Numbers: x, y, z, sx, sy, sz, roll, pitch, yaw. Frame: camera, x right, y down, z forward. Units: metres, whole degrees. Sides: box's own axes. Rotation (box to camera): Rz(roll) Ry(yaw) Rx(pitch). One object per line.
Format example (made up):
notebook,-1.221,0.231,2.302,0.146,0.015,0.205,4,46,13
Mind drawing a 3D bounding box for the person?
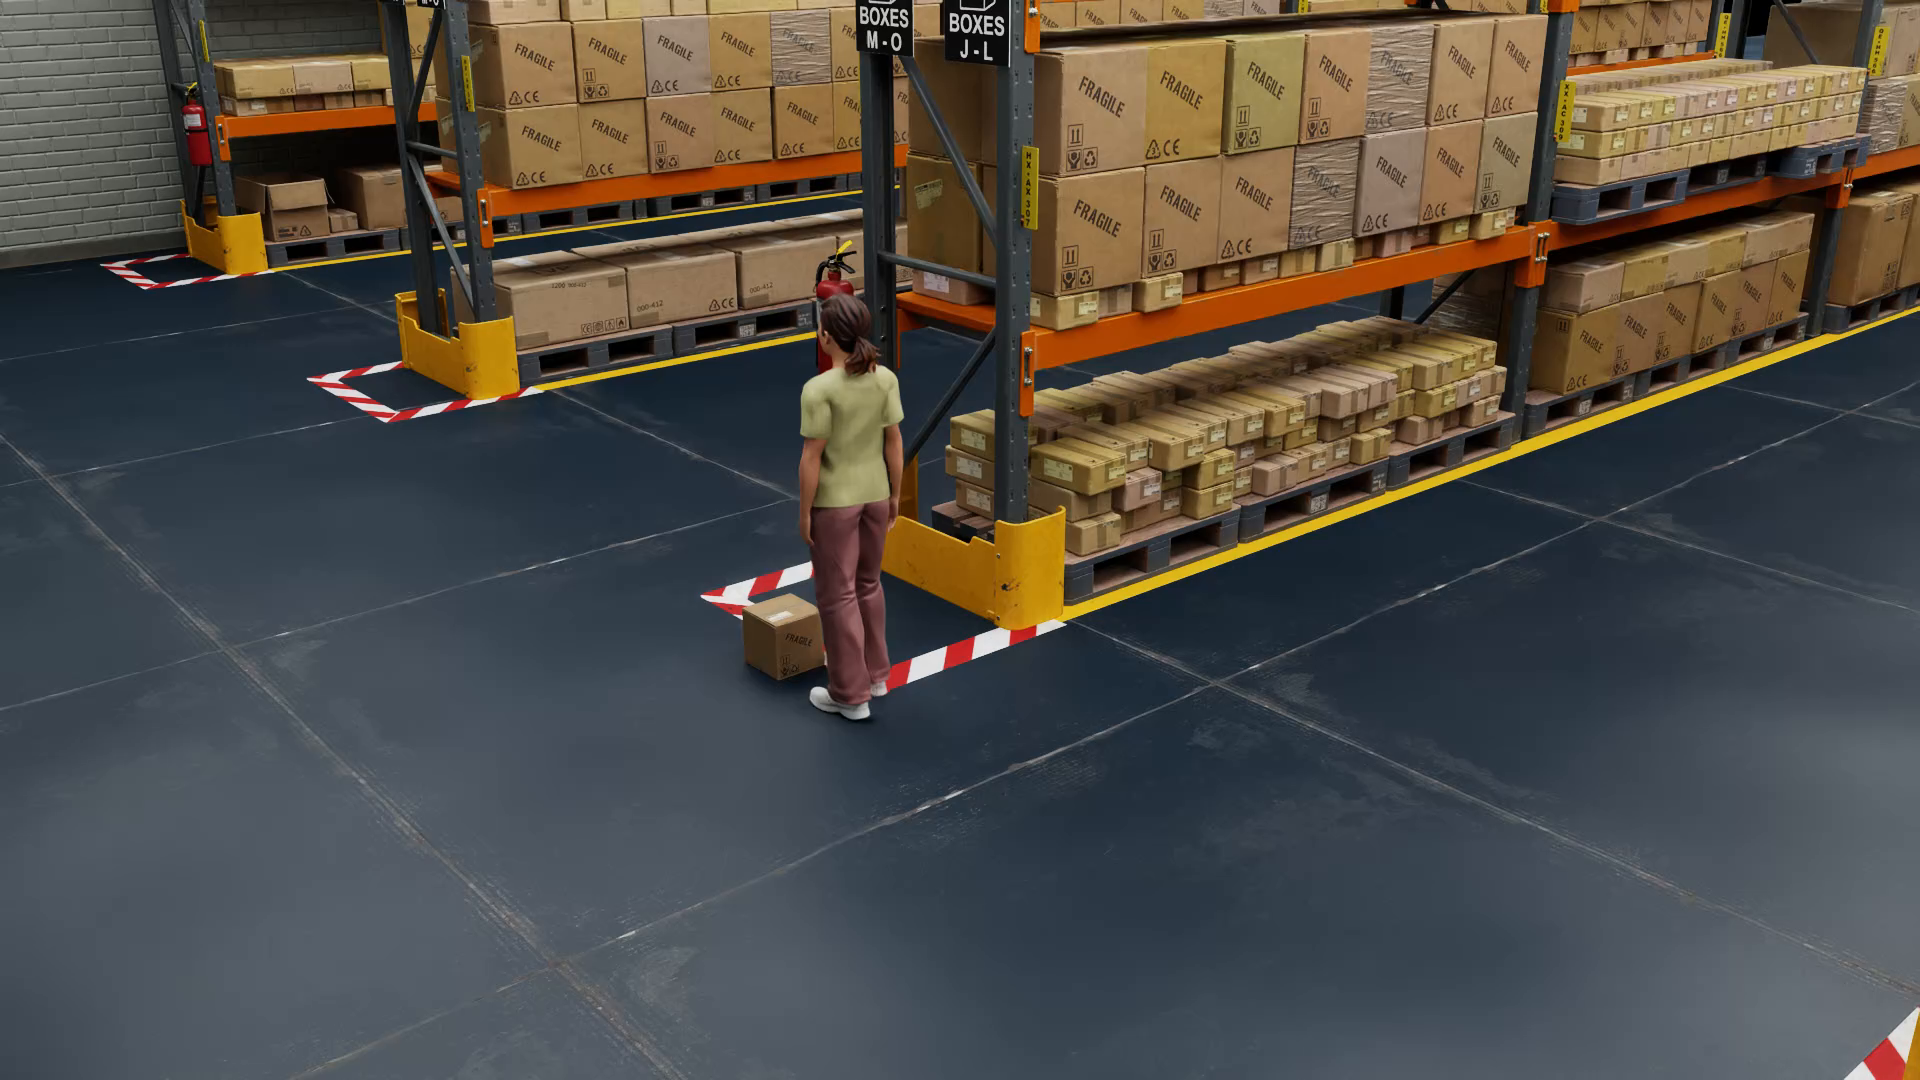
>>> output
person,-0.462,-0.136,6.438,0.444,1.672,0.442,-16,26,-36
